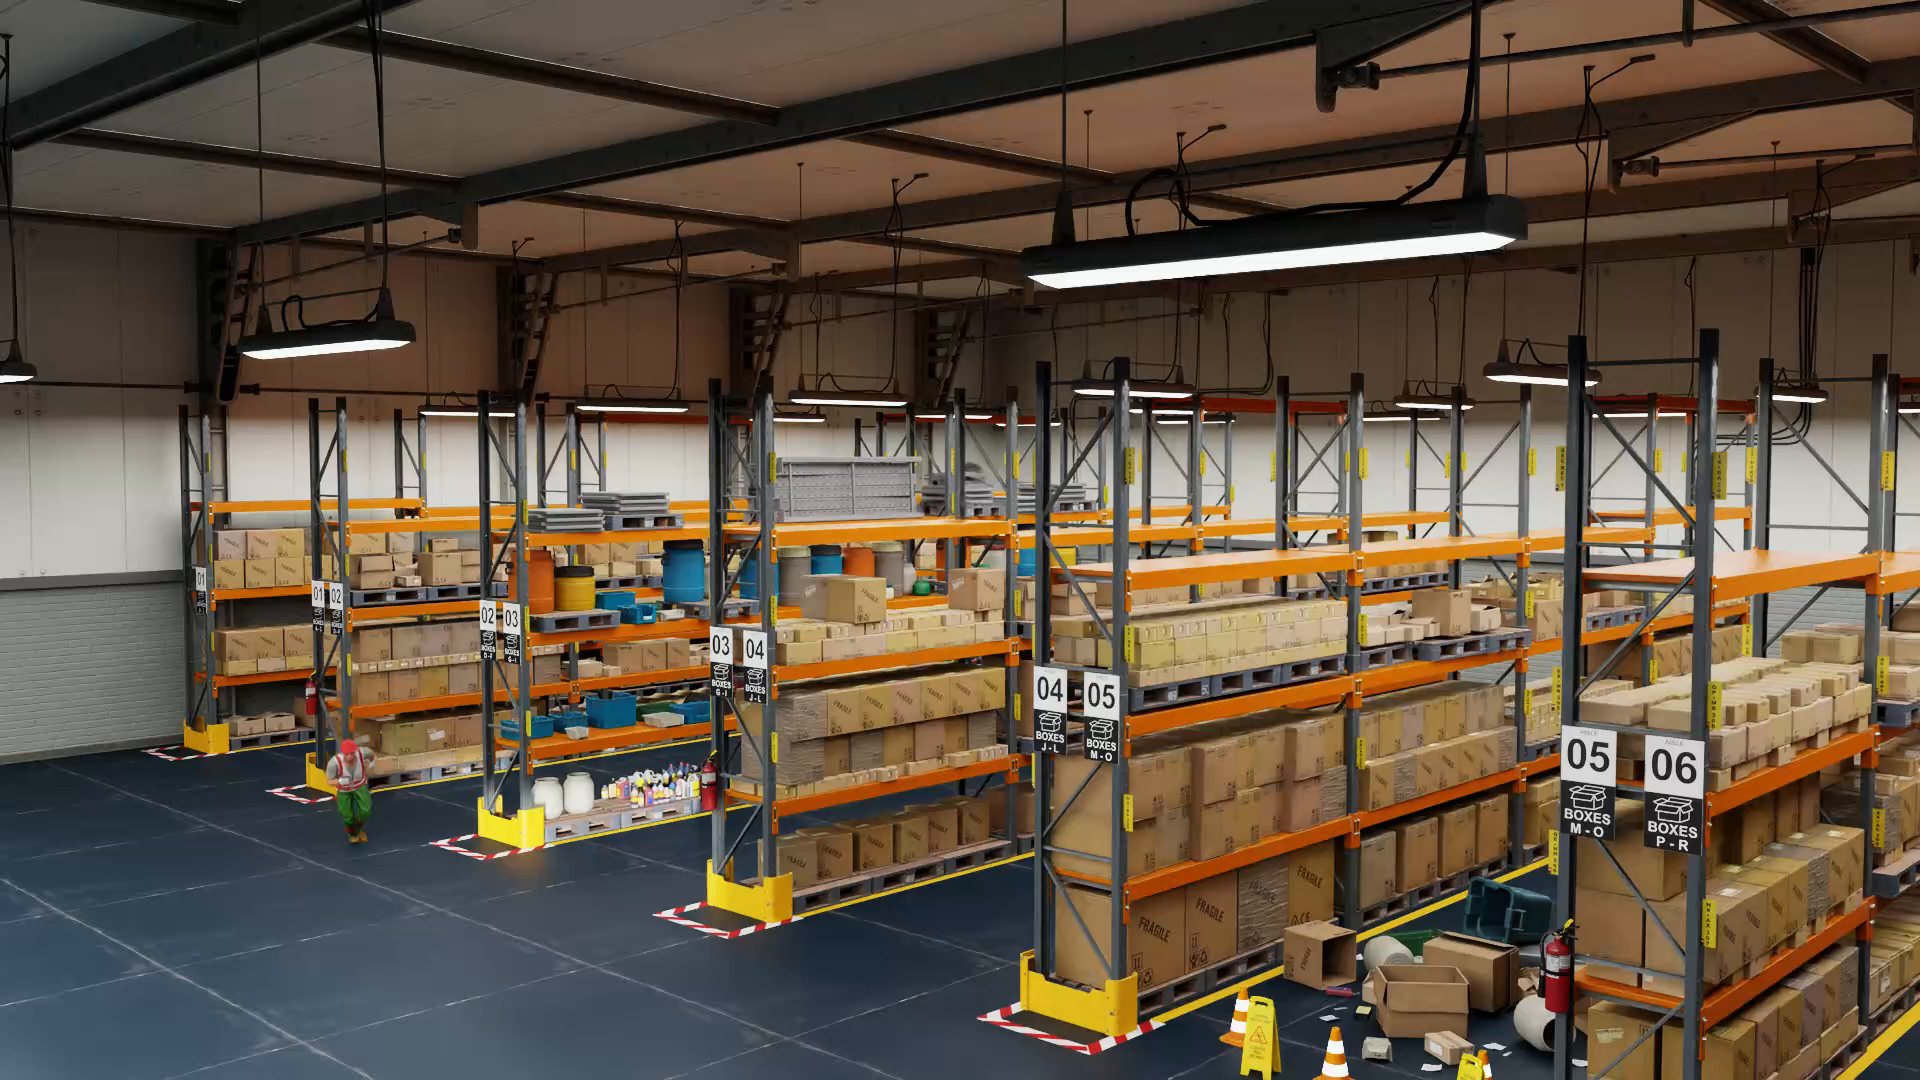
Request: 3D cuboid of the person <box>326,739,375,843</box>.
[{"bbox_3d":[-7.895,3.269,21.610,0.675,1.480,0.974,-2,3,-28],"label":"person"}]
